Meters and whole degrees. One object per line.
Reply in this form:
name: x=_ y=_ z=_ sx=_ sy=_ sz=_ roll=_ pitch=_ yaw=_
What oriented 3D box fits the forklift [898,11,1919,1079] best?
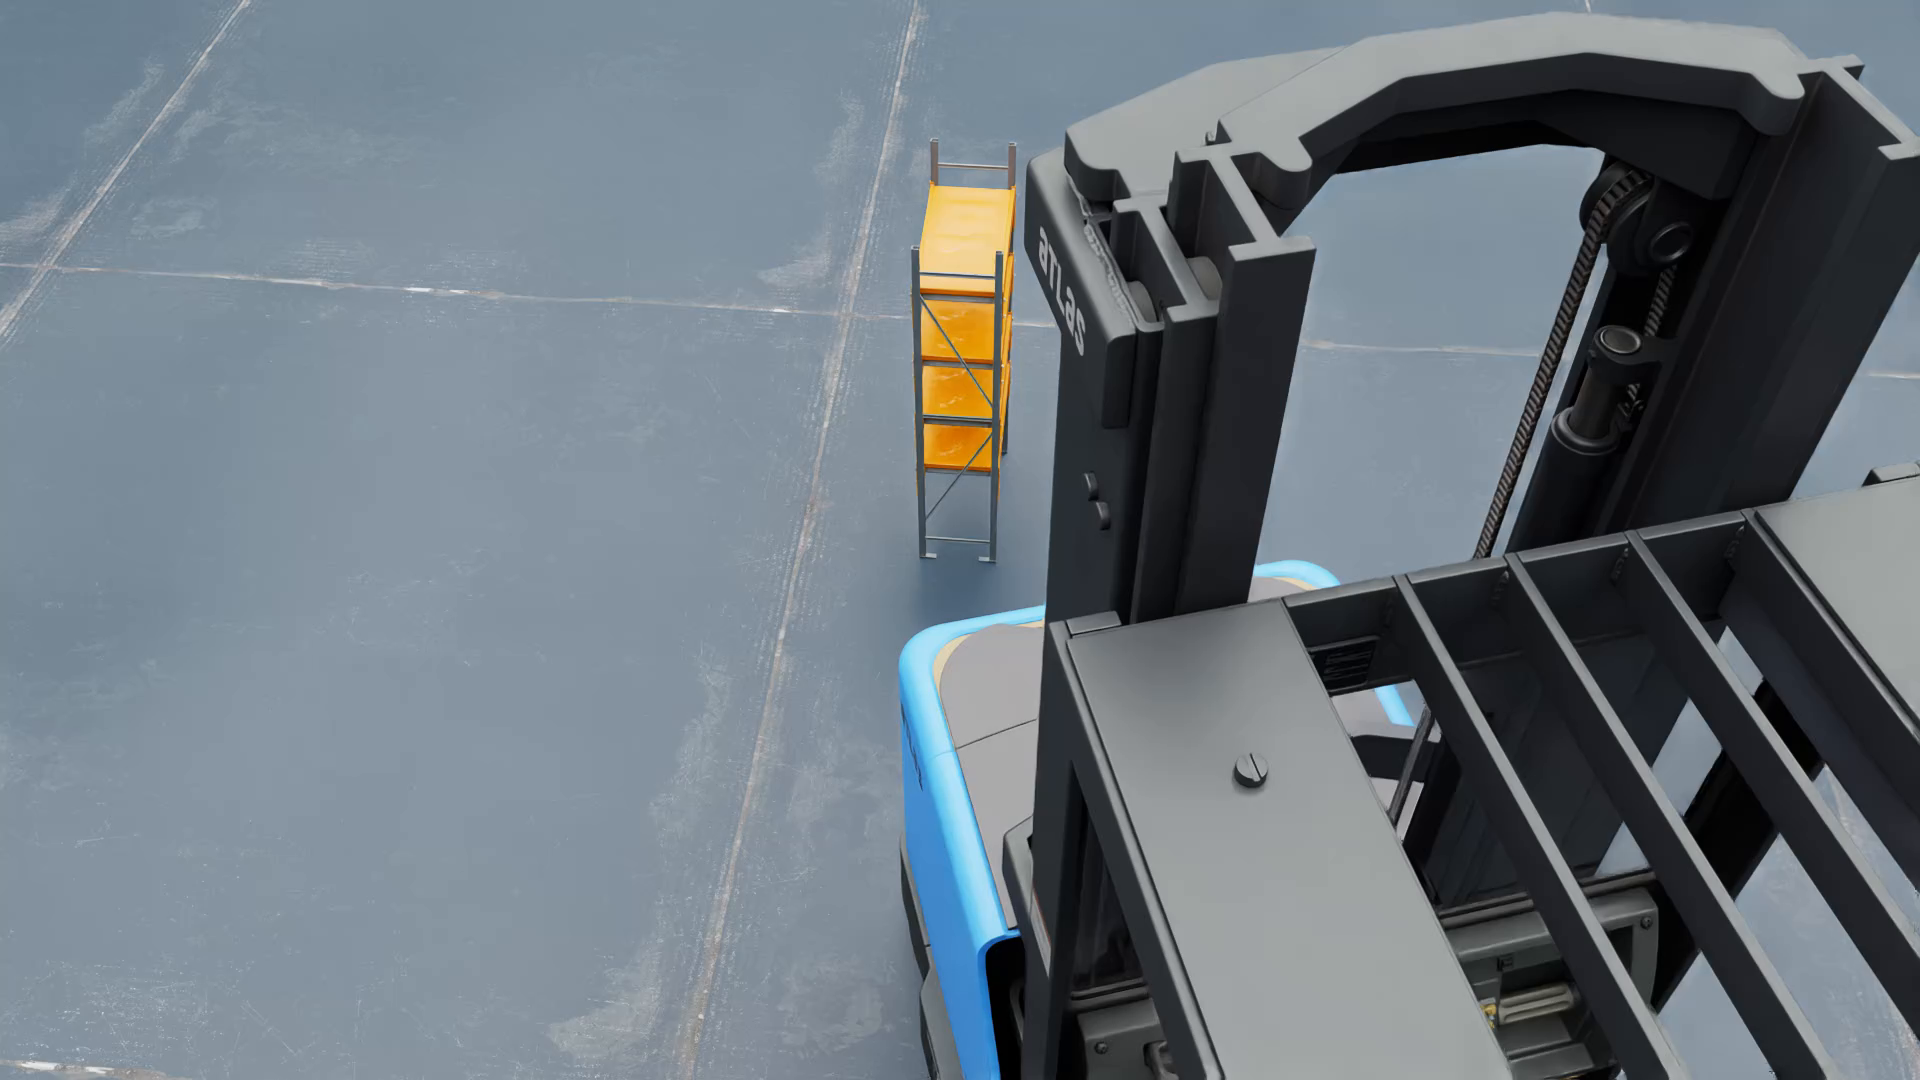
forklift: x=0.693 y=0.909 z=2.432 sx=1.130 sy=2.935 sz=3.031 roll=-10 pitch=48 yaw=-9

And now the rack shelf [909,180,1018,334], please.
rack shelf: x=0.015 y=-0.792 z=4.629 sx=0.258 sy=0.148 sz=0.480 roll=4 pitch=48 yaw=4

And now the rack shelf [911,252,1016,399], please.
rack shelf: x=0.015 y=-0.632 z=4.803 sx=0.258 sy=0.148 sz=0.480 roll=4 pitch=48 yaw=4

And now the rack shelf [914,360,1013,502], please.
rack shelf: x=0.015 y=-0.347 z=5.115 sx=0.258 sy=0.148 sz=0.480 roll=4 pitch=48 yaw=4

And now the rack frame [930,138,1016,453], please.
rack frame: x=0.037 y=-0.706 z=5.083 sx=0.240 sy=1.200 sz=0.015 roll=4 pitch=48 yaw=4

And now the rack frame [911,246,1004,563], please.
rack frame: x=-0.007 y=-0.347 z=4.755 sx=0.240 sy=1.200 sz=0.015 roll=4 pitch=48 yaw=4

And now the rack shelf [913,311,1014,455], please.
rack shelf: x=0.015 y=-0.481 z=4.968 sx=0.258 sy=0.148 sz=0.480 roll=4 pitch=48 yaw=4

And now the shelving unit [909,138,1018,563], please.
shelving unit: x=0.015 y=-0.527 z=4.919 sx=0.258 sy=1.200 sz=0.503 roll=4 pitch=48 yaw=4
